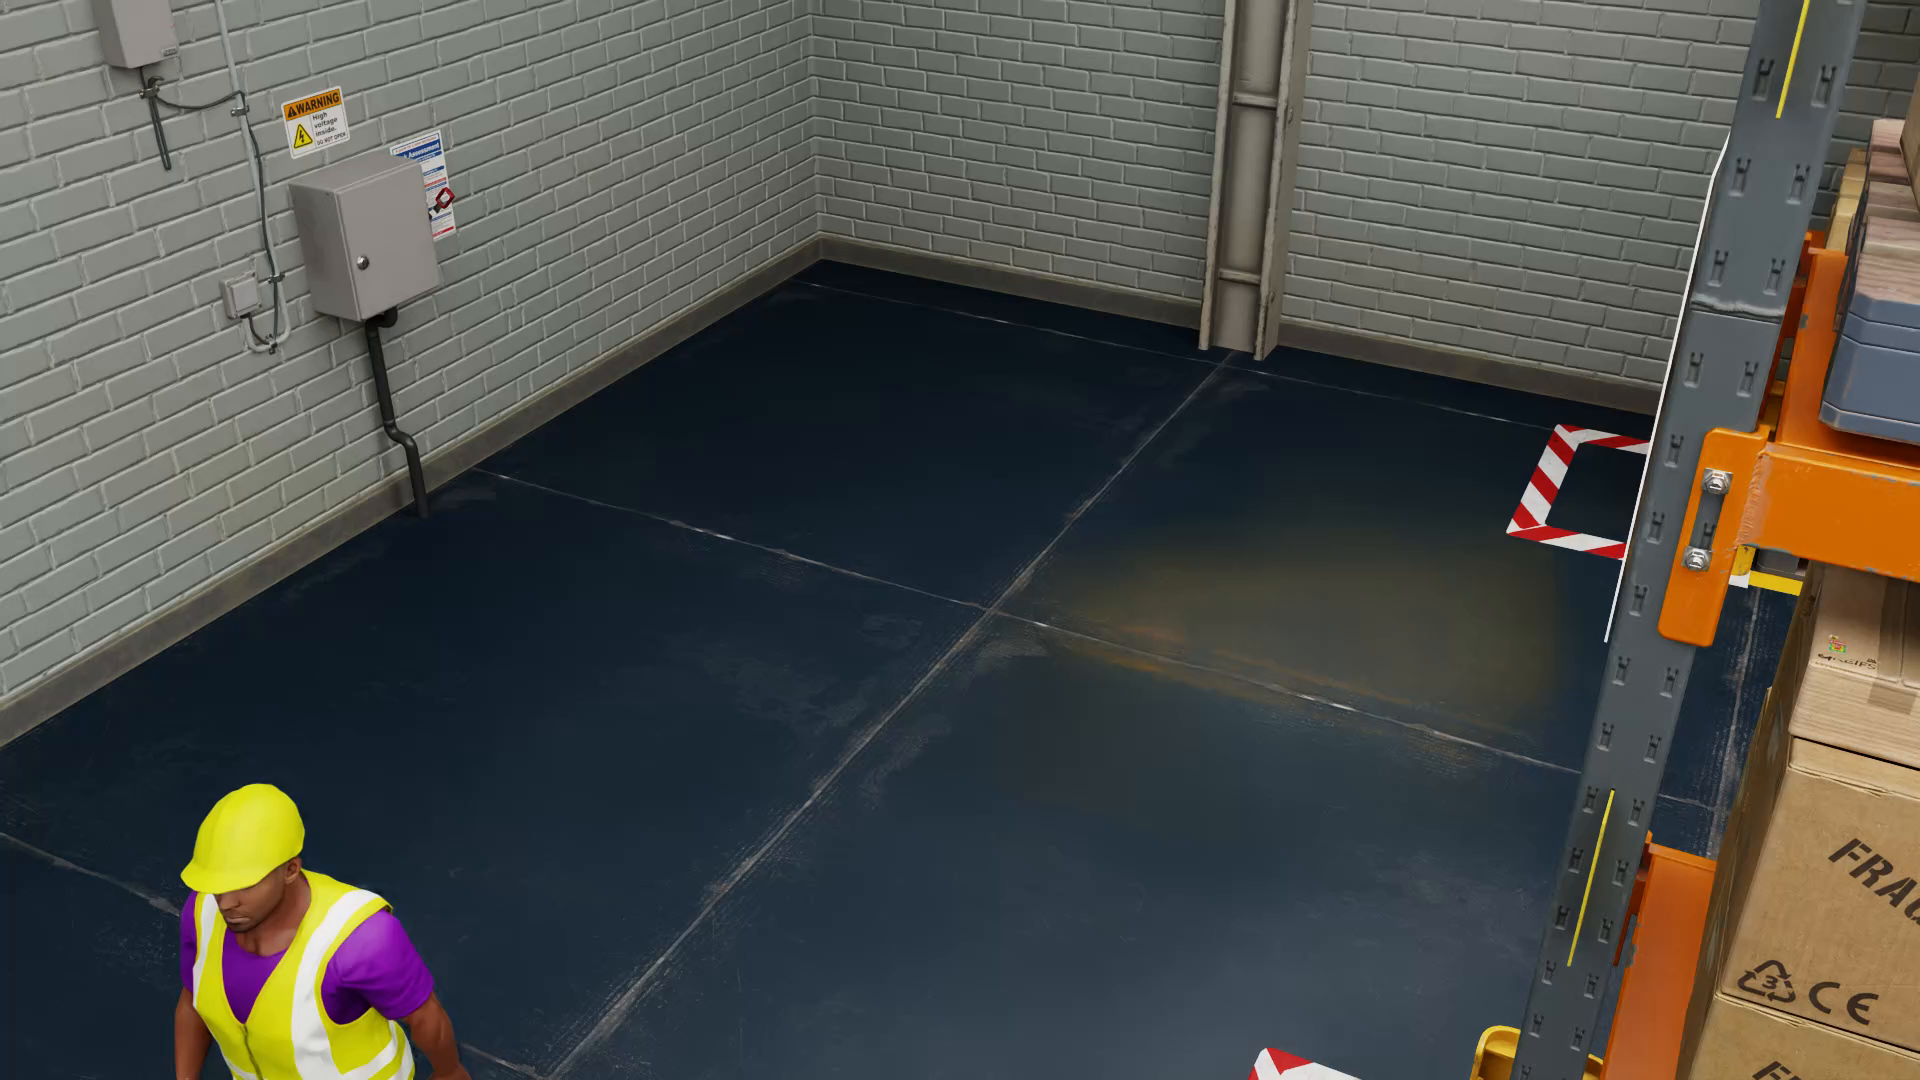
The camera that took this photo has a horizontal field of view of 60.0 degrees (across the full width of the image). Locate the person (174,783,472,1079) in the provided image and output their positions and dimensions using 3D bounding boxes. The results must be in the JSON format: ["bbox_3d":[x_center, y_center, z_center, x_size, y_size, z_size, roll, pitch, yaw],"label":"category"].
[{"bbox_3d":[-1.508,1.269,3.905,0.590,1.720,1.048,13,32,21],"label":"person"}]
